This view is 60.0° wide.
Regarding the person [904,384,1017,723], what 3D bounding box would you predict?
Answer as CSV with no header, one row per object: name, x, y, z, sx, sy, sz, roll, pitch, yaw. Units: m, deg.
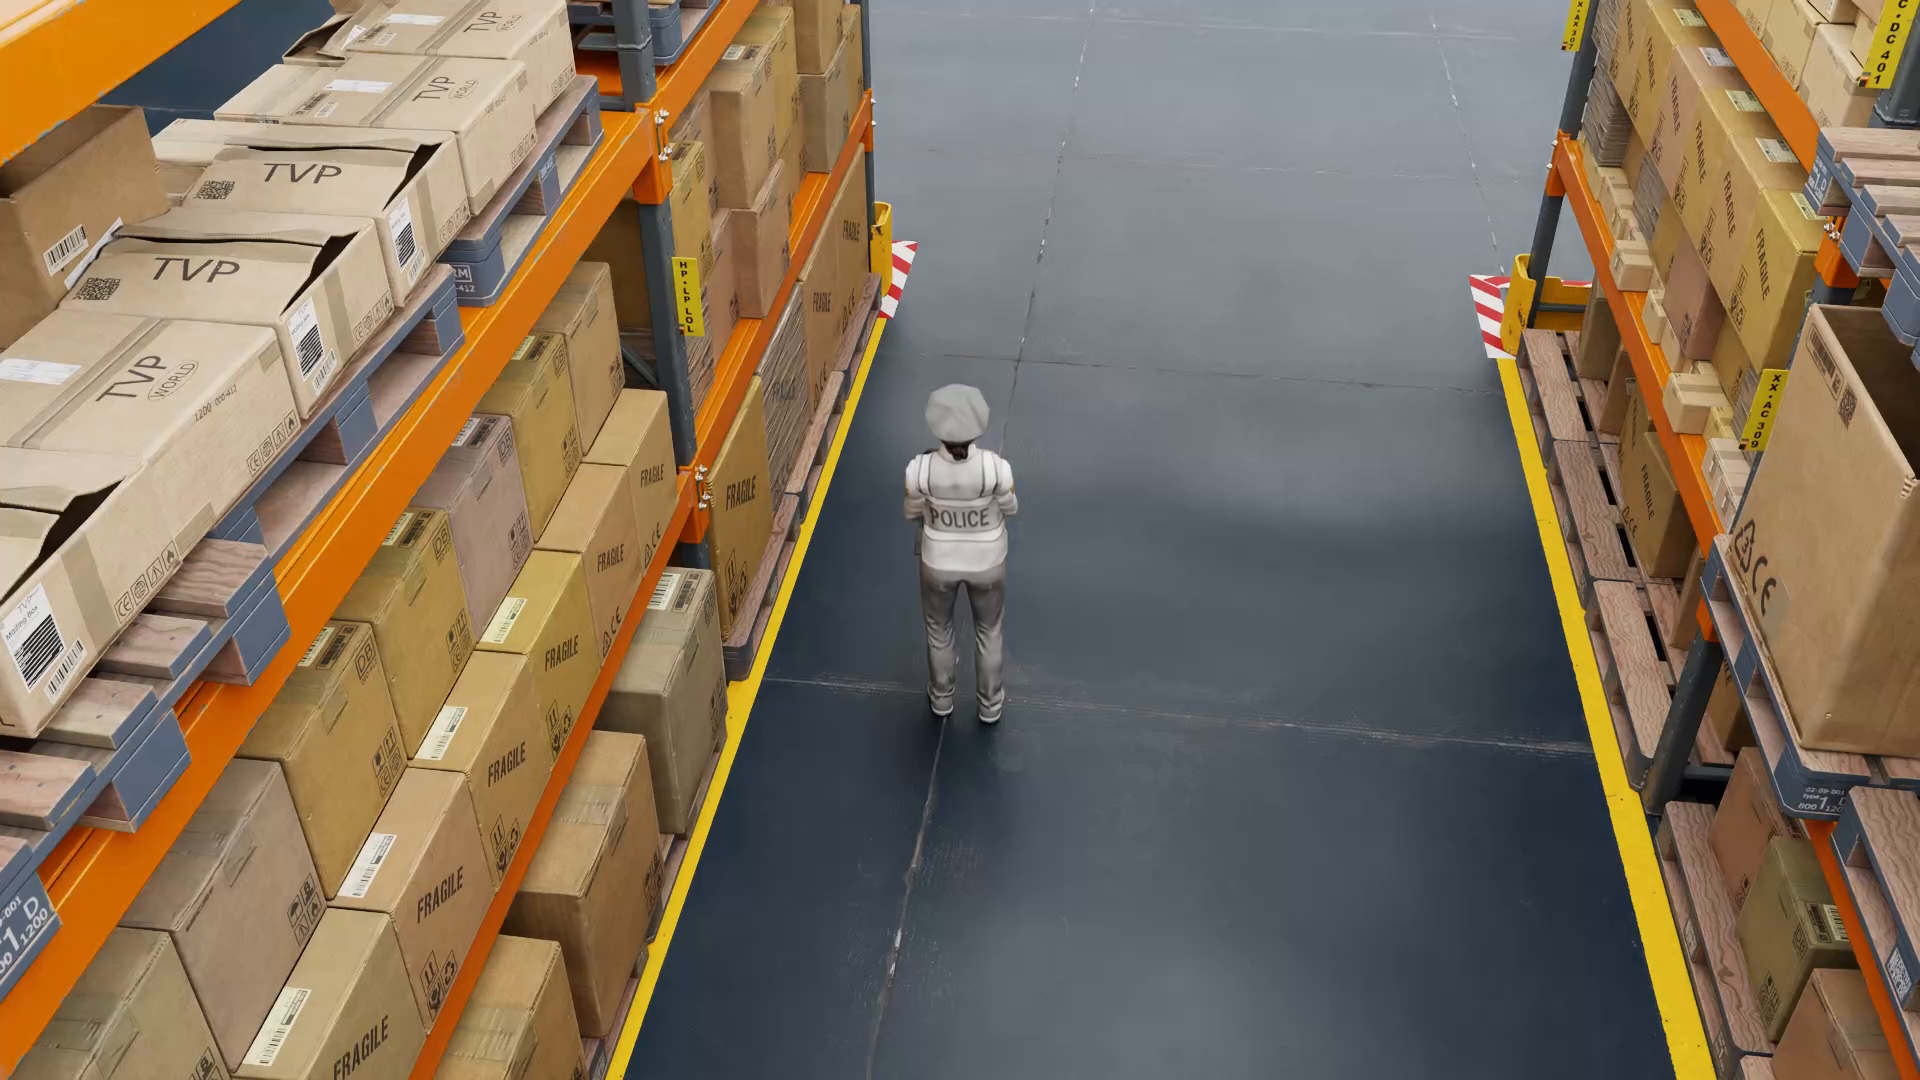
person,0.001,0.037,6.961,0.466,1.693,0.559,0,36,0
